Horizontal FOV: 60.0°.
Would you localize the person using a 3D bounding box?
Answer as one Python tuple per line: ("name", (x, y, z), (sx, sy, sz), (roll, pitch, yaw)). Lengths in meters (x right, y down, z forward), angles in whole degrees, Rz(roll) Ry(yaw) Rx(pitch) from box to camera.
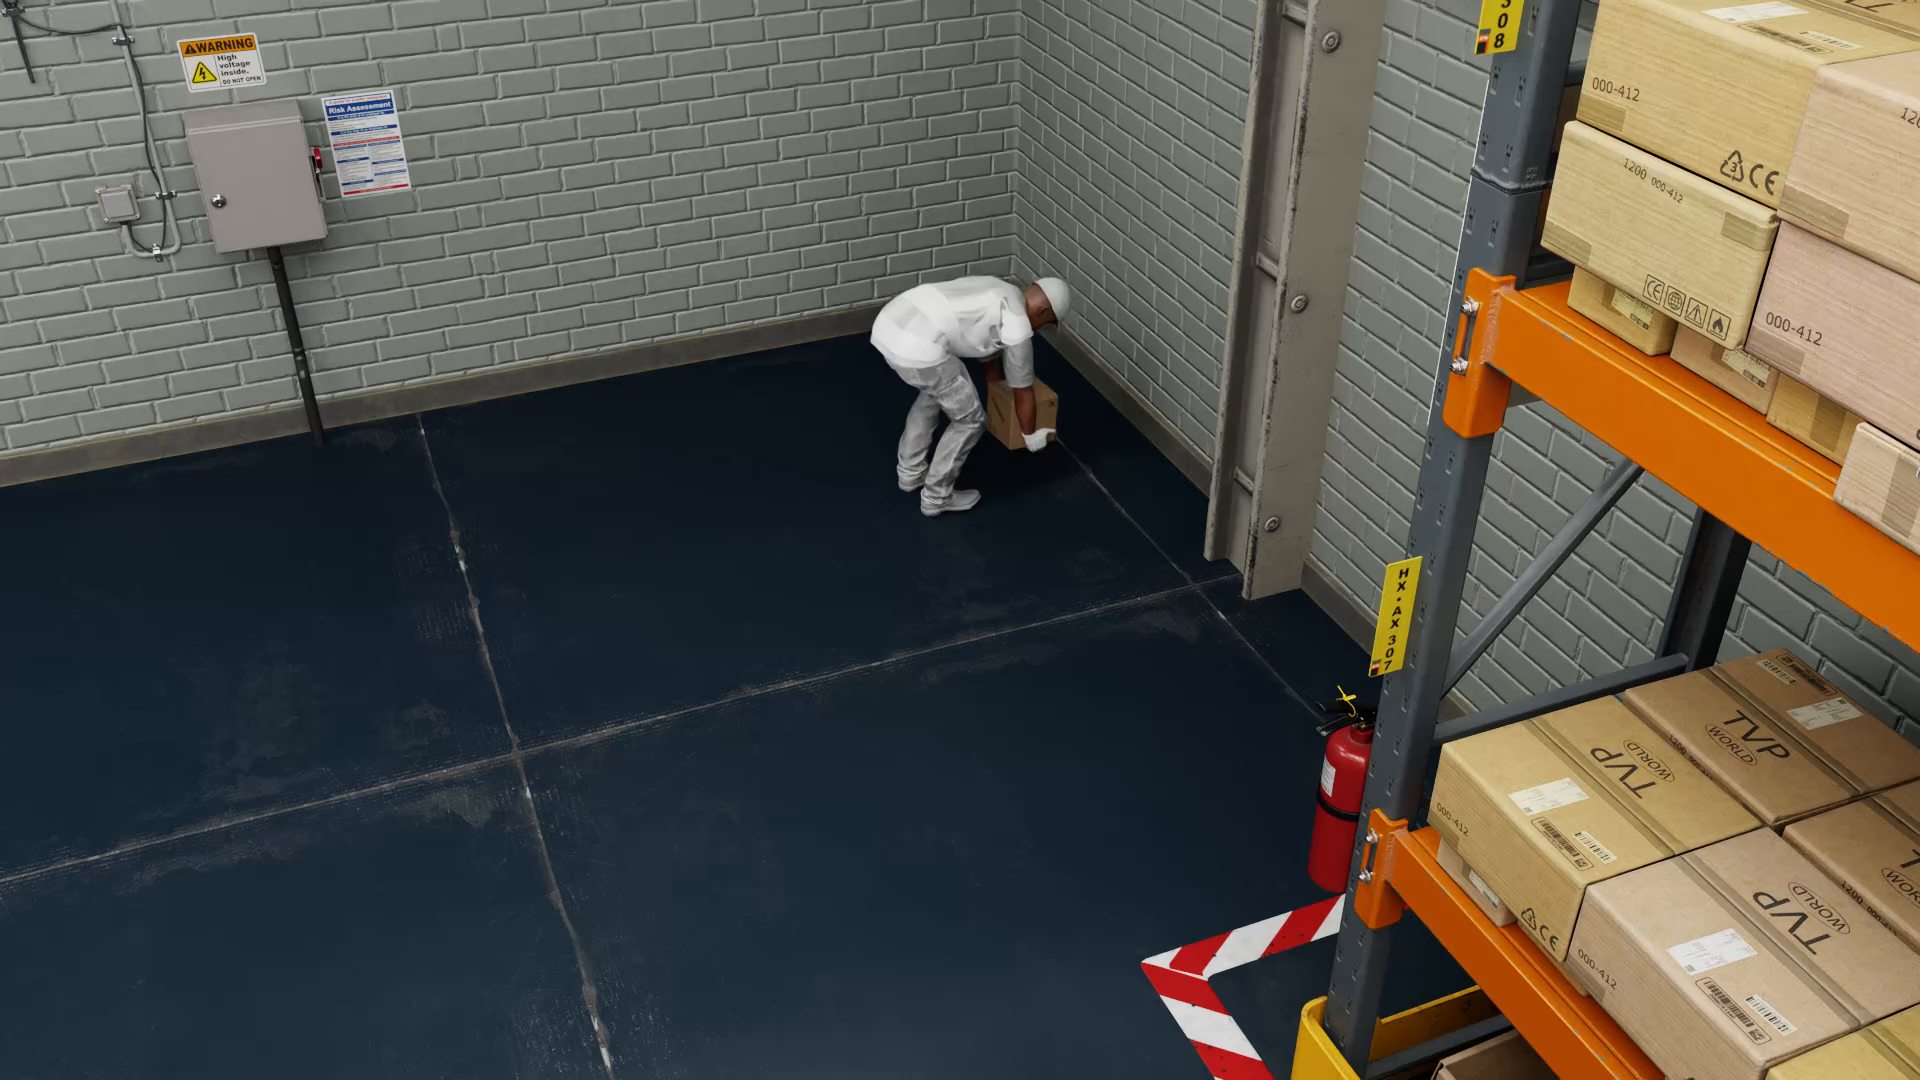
("person", (0.075, -0.730, 7.873), (0.992, 1.085, 0.507), (-17, 37, -24))
